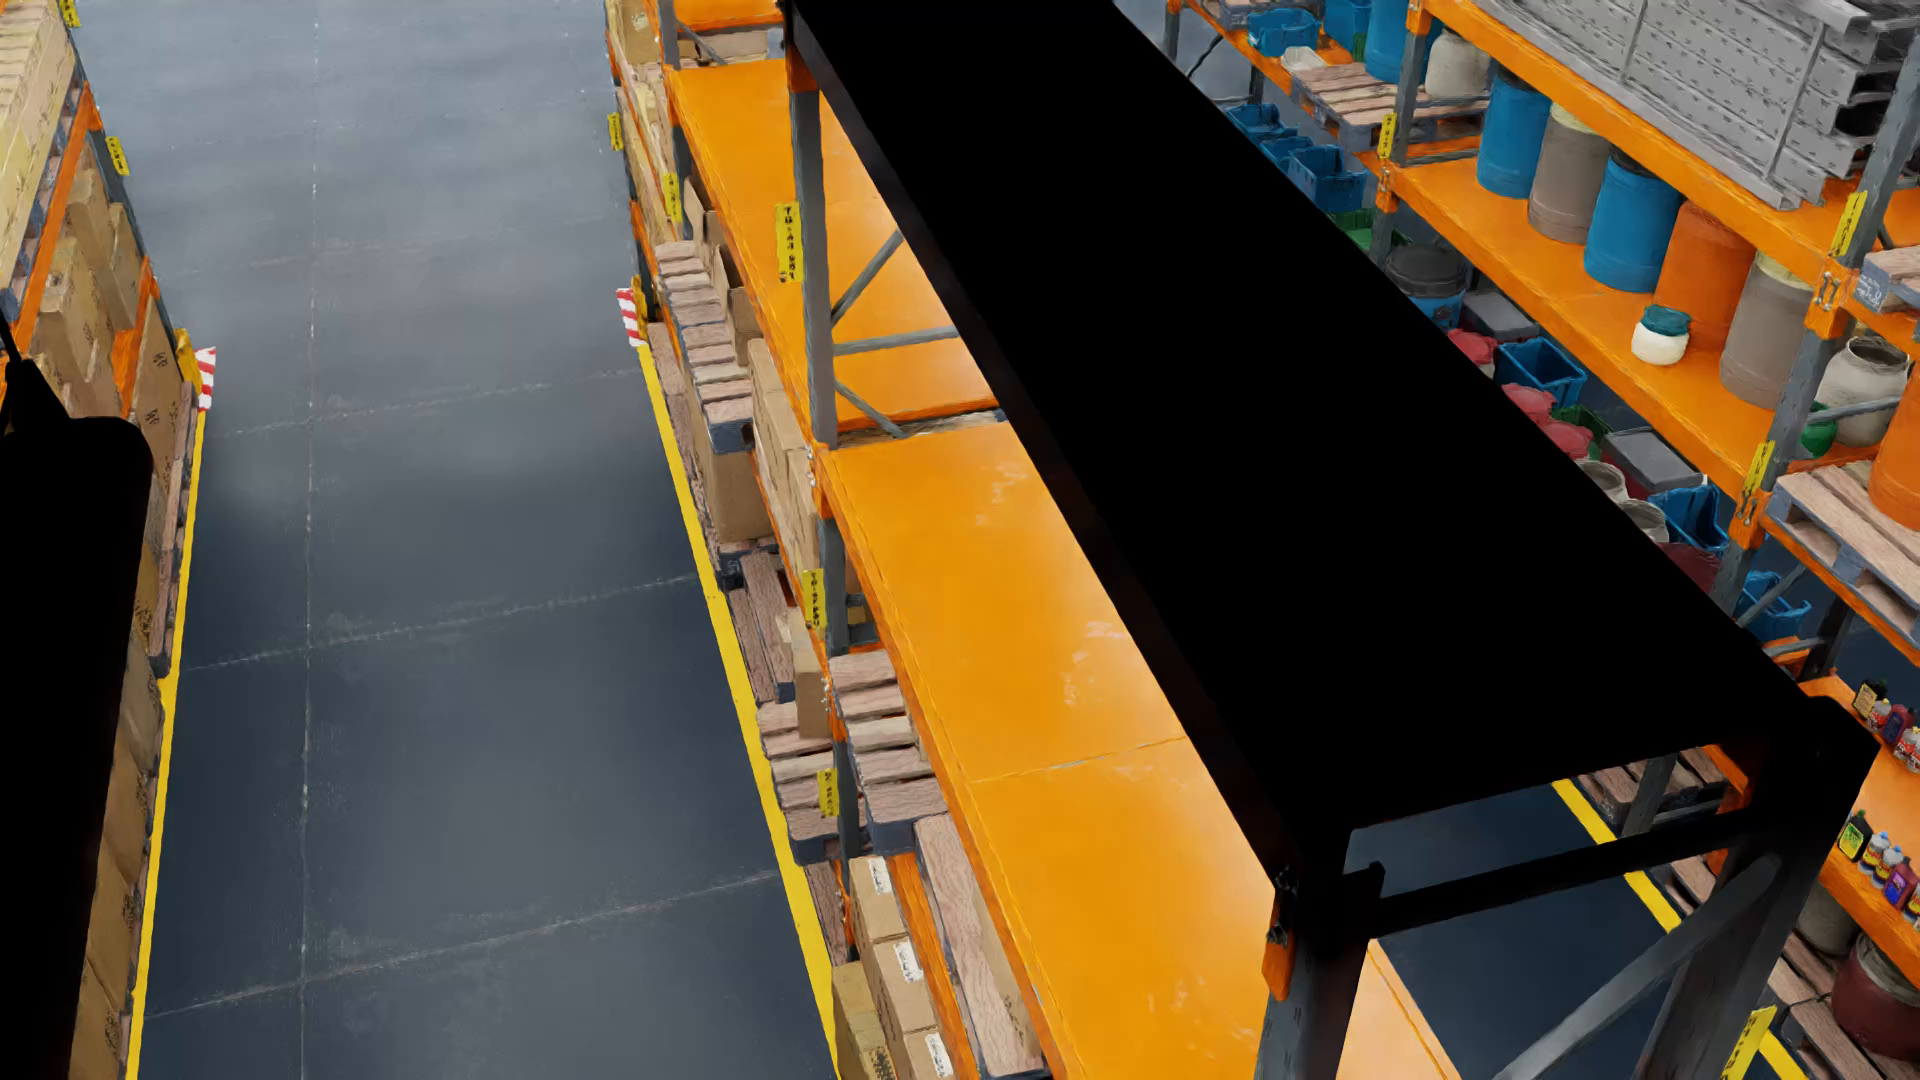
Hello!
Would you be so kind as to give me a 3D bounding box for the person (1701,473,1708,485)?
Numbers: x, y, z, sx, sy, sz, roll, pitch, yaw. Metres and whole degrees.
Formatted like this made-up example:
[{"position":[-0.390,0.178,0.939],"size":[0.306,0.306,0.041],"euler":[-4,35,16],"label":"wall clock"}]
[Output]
[{"position":[4.871,-0.066,11.617],"size":[0.540,1.598,0.945],"euler":[2,38,3],"label":"person"}]
